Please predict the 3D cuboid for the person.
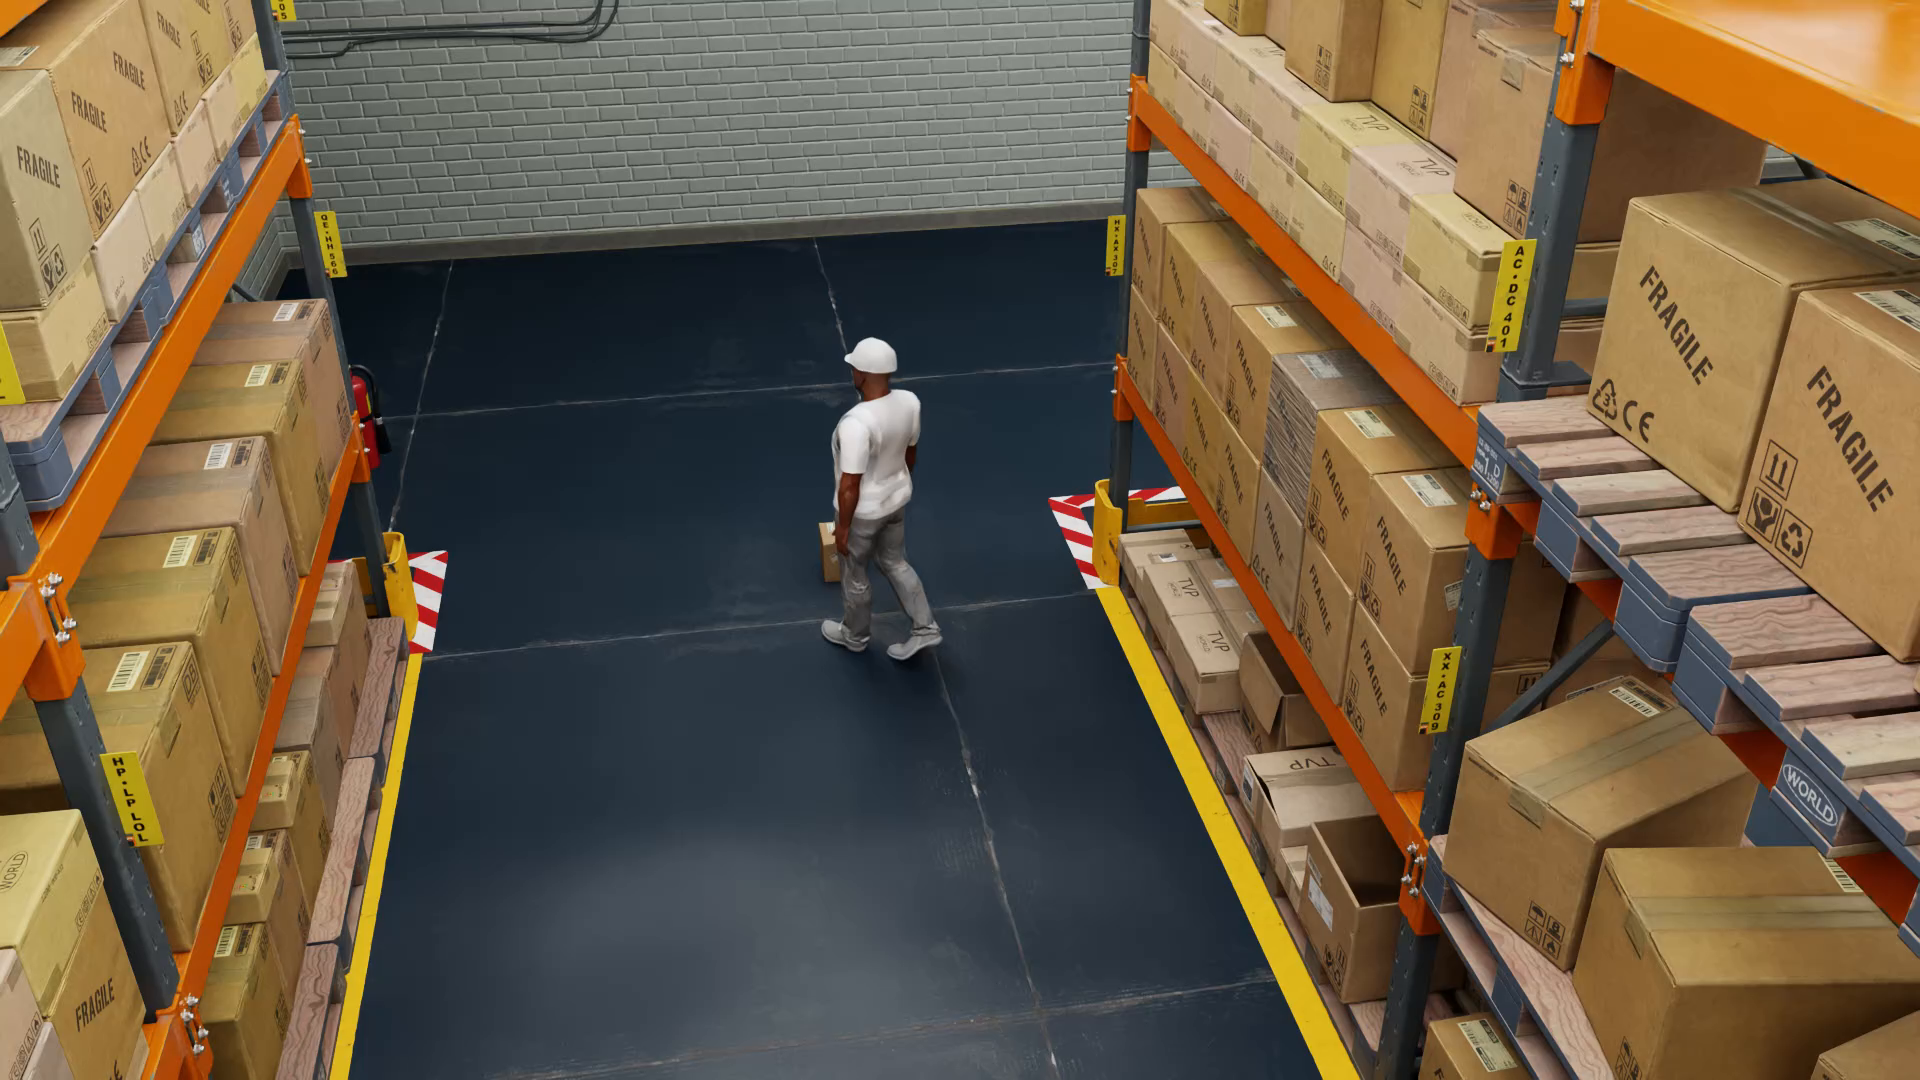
[{"bbox_3d":[-0.441,-0.182,8.416,0.679,1.765,0.598,22,37,33],"label":"person"}]
